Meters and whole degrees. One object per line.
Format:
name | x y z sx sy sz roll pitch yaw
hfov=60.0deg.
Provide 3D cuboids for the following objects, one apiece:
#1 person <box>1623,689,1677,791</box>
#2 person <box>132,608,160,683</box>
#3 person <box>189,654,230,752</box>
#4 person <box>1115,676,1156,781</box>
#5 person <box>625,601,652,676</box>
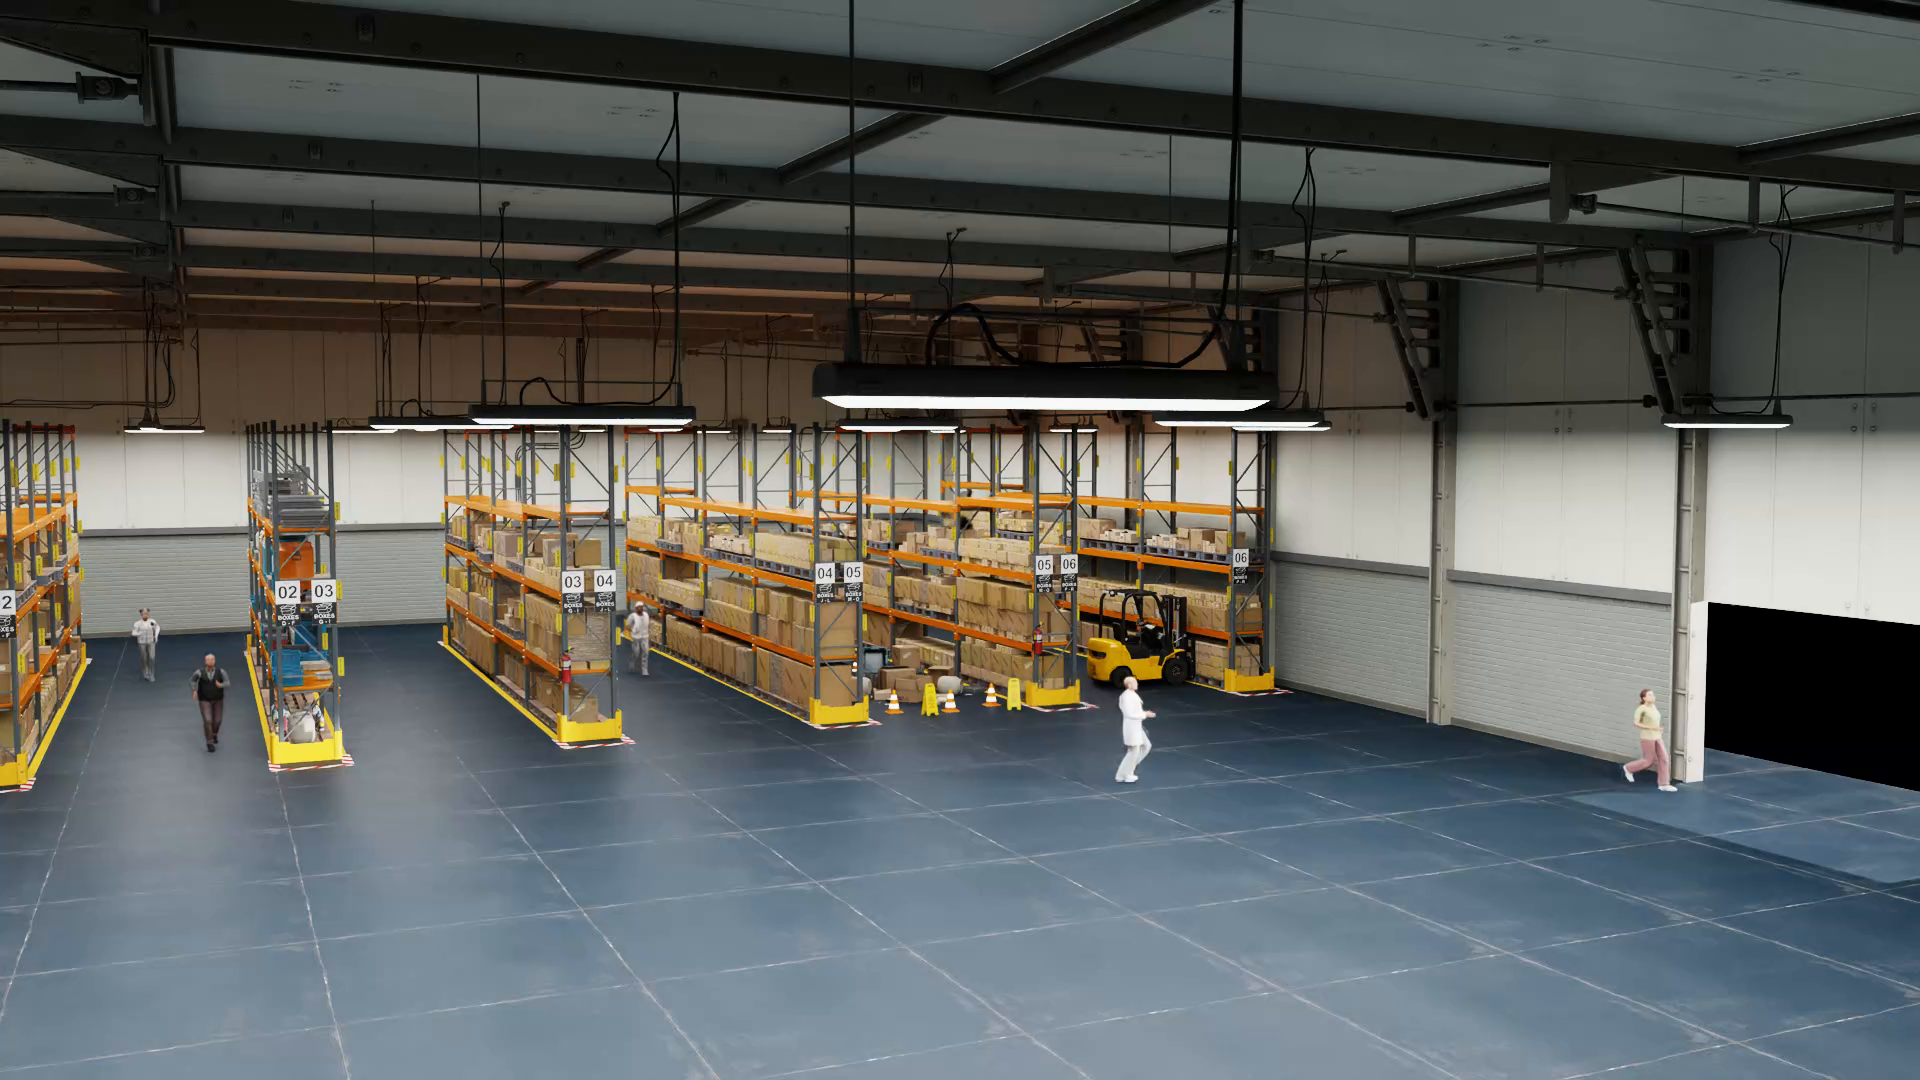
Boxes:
person | 11.231 3.226 26.932 0.592 1.611 0.903 -2 4 -28
person | -19.013 2.452 38.854 0.598 1.753 0.777 -2 4 -28
person | -13.646 2.942 30.301 0.652 1.716 0.960 -2 4 -34
person | 2.911 3.172 27.465 0.676 1.677 0.694 1 4 12
person | -7.657 2.344 39.755 0.686 1.765 0.953 -2 4 -35
